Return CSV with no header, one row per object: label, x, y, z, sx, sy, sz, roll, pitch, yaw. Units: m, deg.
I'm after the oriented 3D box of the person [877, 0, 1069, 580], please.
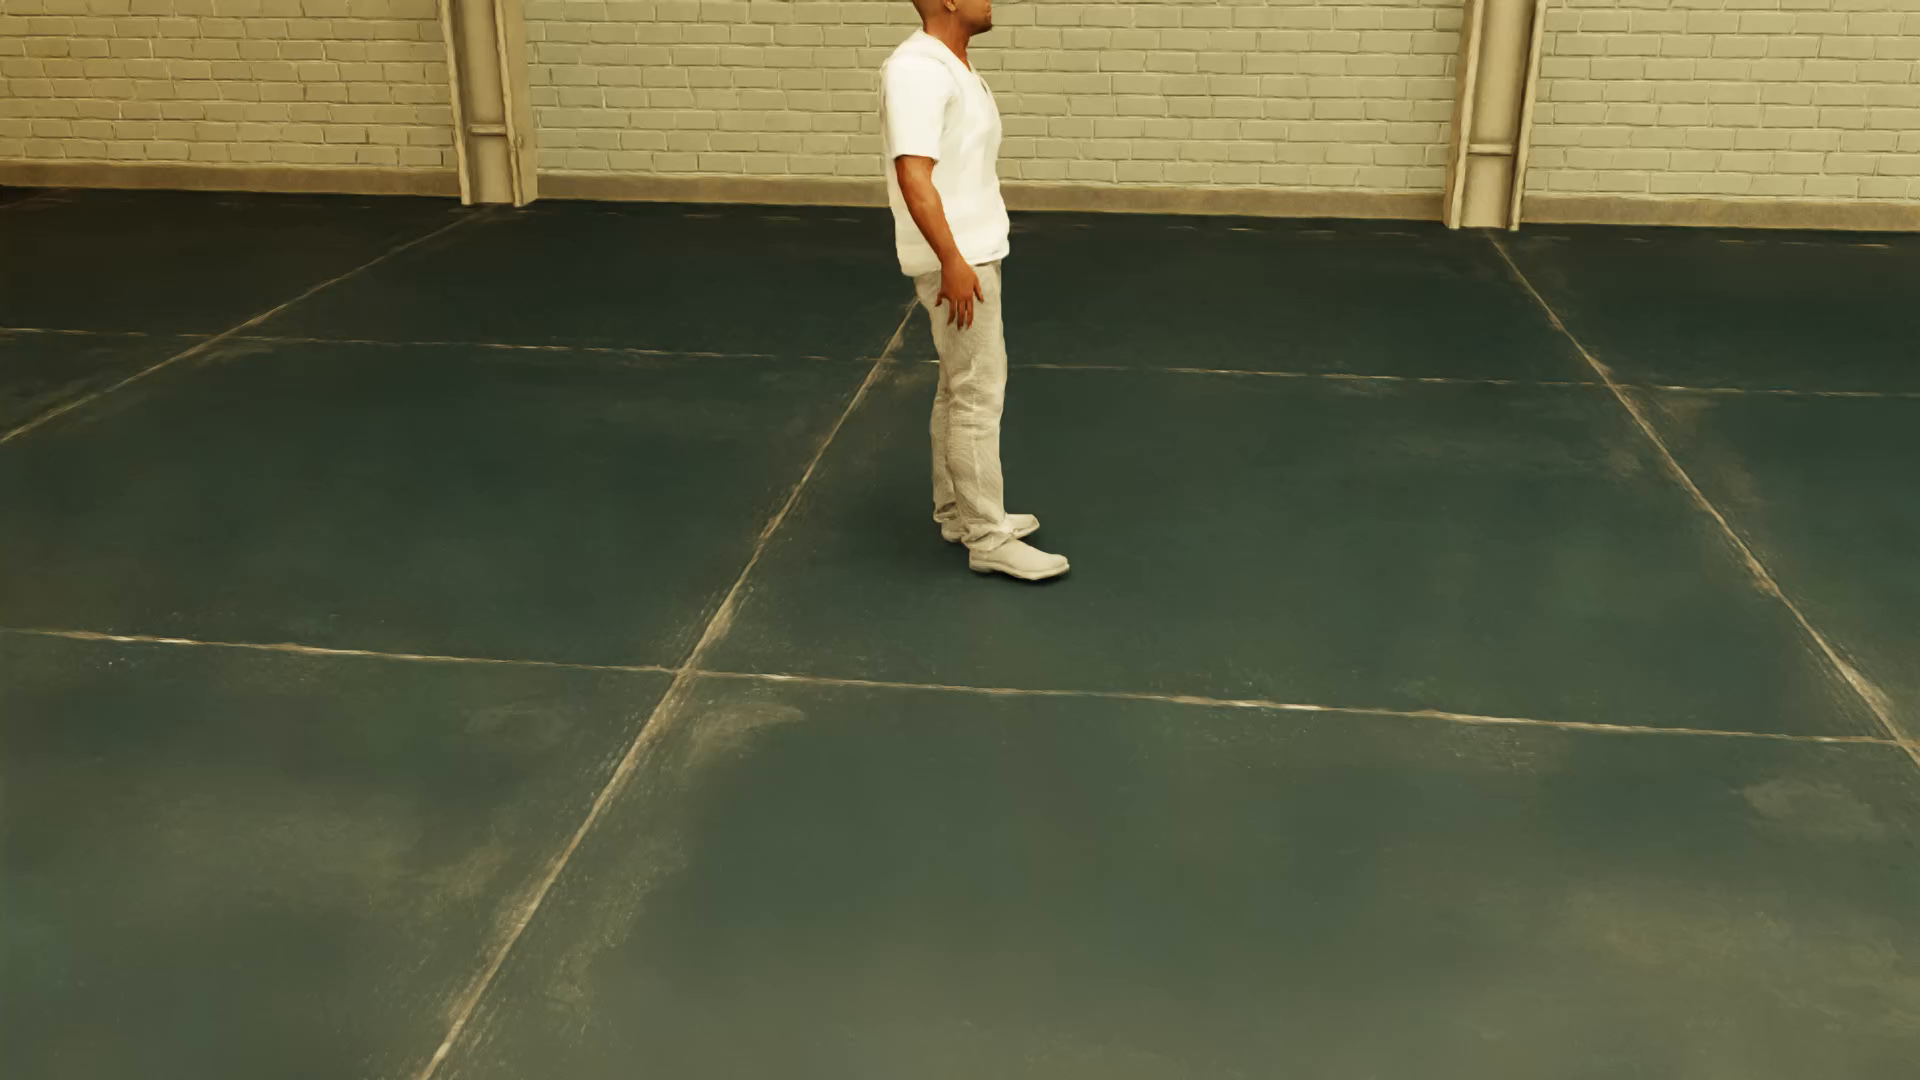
person,0.068,-0.821,4.832,0.576,1.766,0.665,3,22,7
